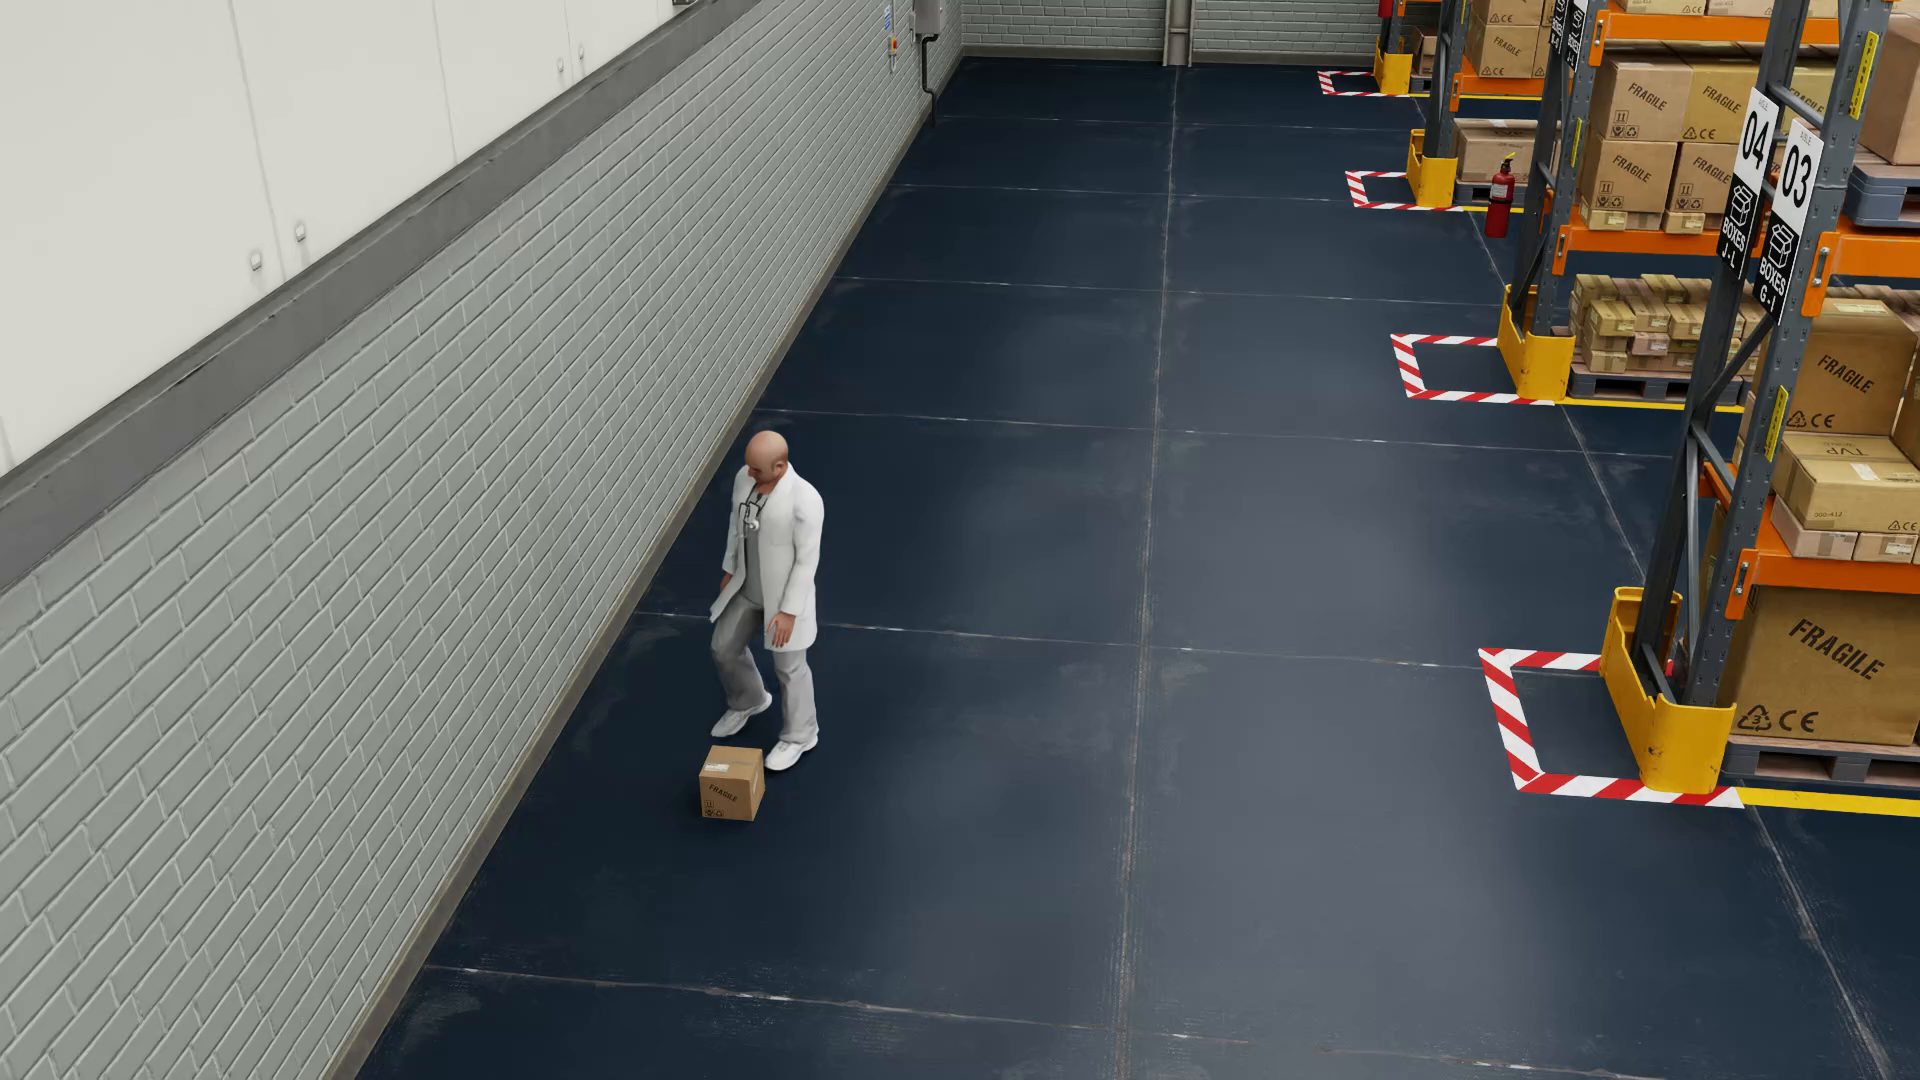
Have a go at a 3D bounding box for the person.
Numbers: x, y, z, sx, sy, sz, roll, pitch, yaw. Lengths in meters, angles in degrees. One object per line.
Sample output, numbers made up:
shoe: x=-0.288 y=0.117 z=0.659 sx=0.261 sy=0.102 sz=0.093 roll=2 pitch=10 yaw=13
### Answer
person: x=-0.971 y=0.282 z=8.121 sx=0.689 sy=1.821 sz=0.400 roll=20 pitch=34 yaw=33
